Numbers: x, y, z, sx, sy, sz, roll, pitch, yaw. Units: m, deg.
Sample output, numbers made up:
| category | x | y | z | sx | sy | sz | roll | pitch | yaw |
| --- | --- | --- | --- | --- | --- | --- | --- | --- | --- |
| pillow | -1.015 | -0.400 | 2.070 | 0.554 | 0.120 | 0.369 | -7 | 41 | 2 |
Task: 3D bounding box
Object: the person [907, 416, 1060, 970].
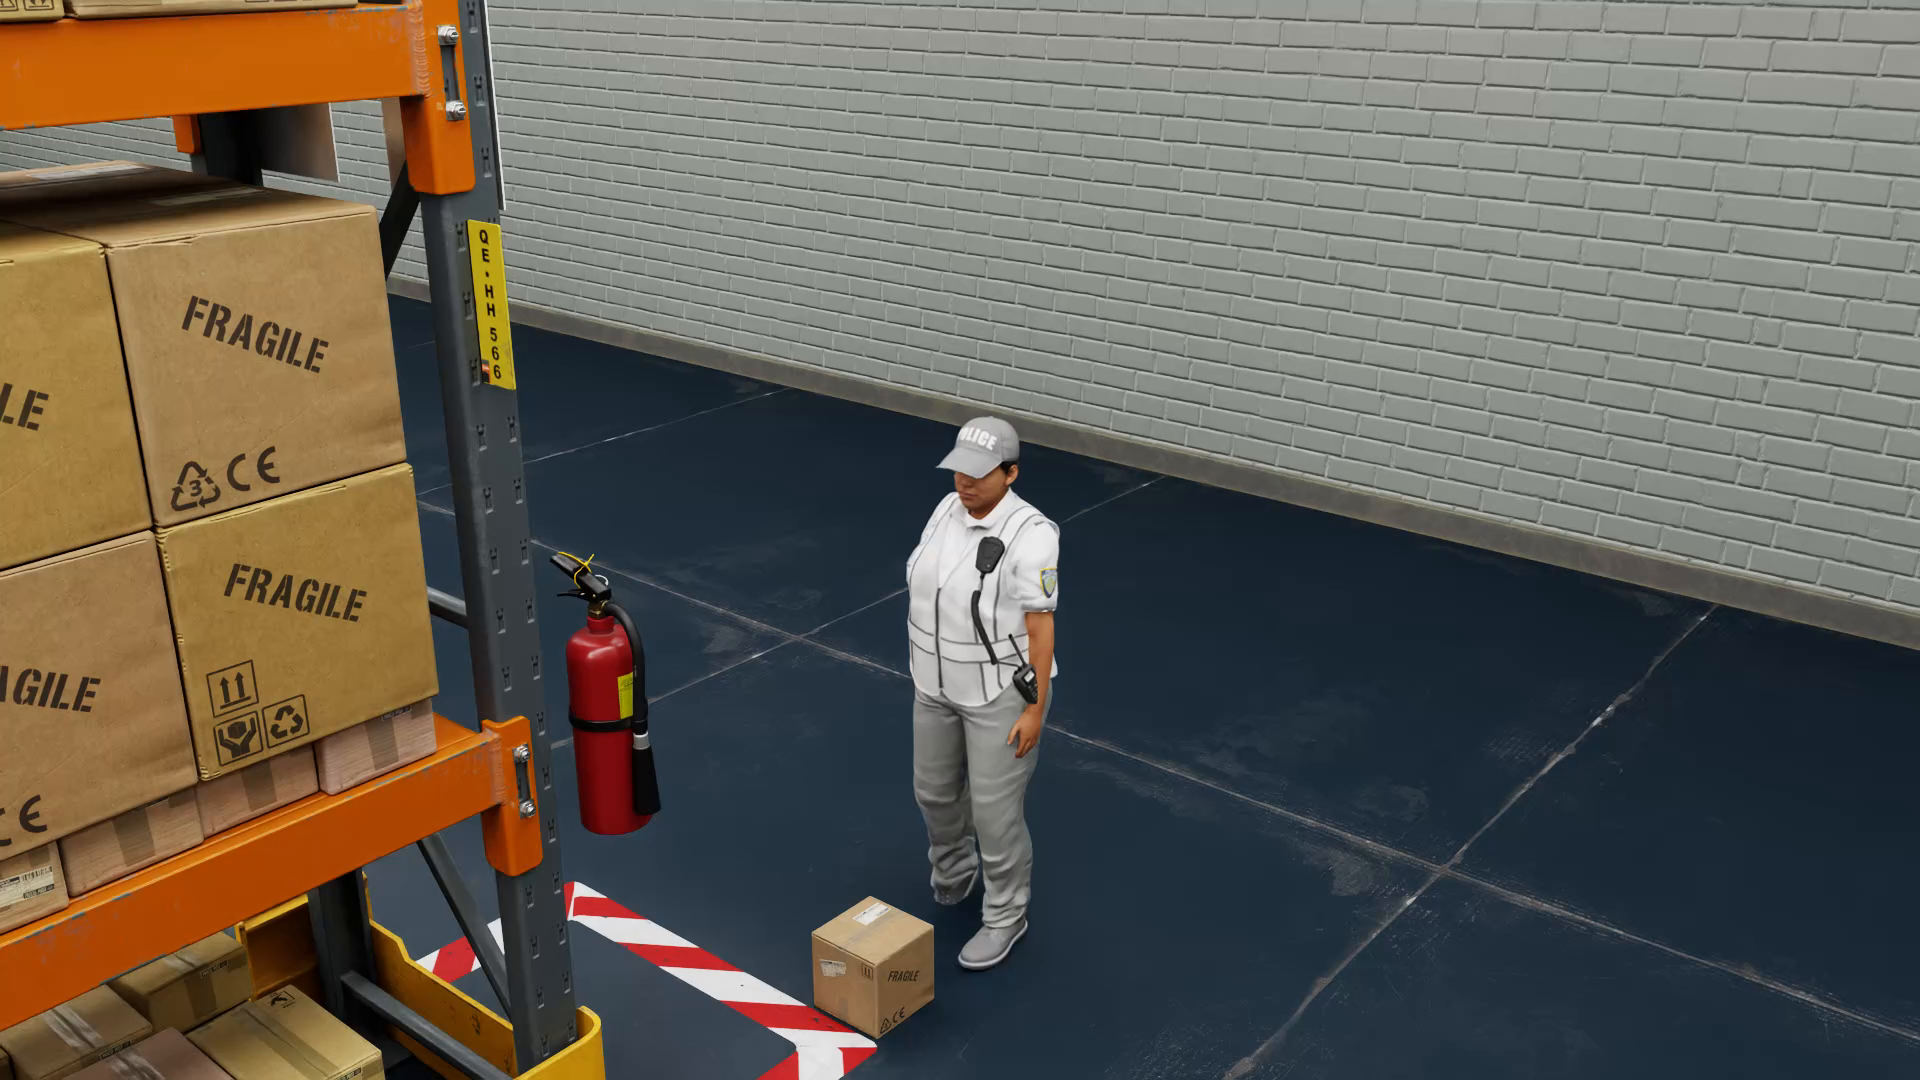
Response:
| category | x | y | z | sx | sy | sz | roll | pitch | yaw |
| --- | --- | --- | --- | --- | --- | --- | --- | --- | --- |
| person | 0.053 | 0.488 | 4.915 | 0.497 | 1.761 | 0.388 | 17 | 26 | 38 |
